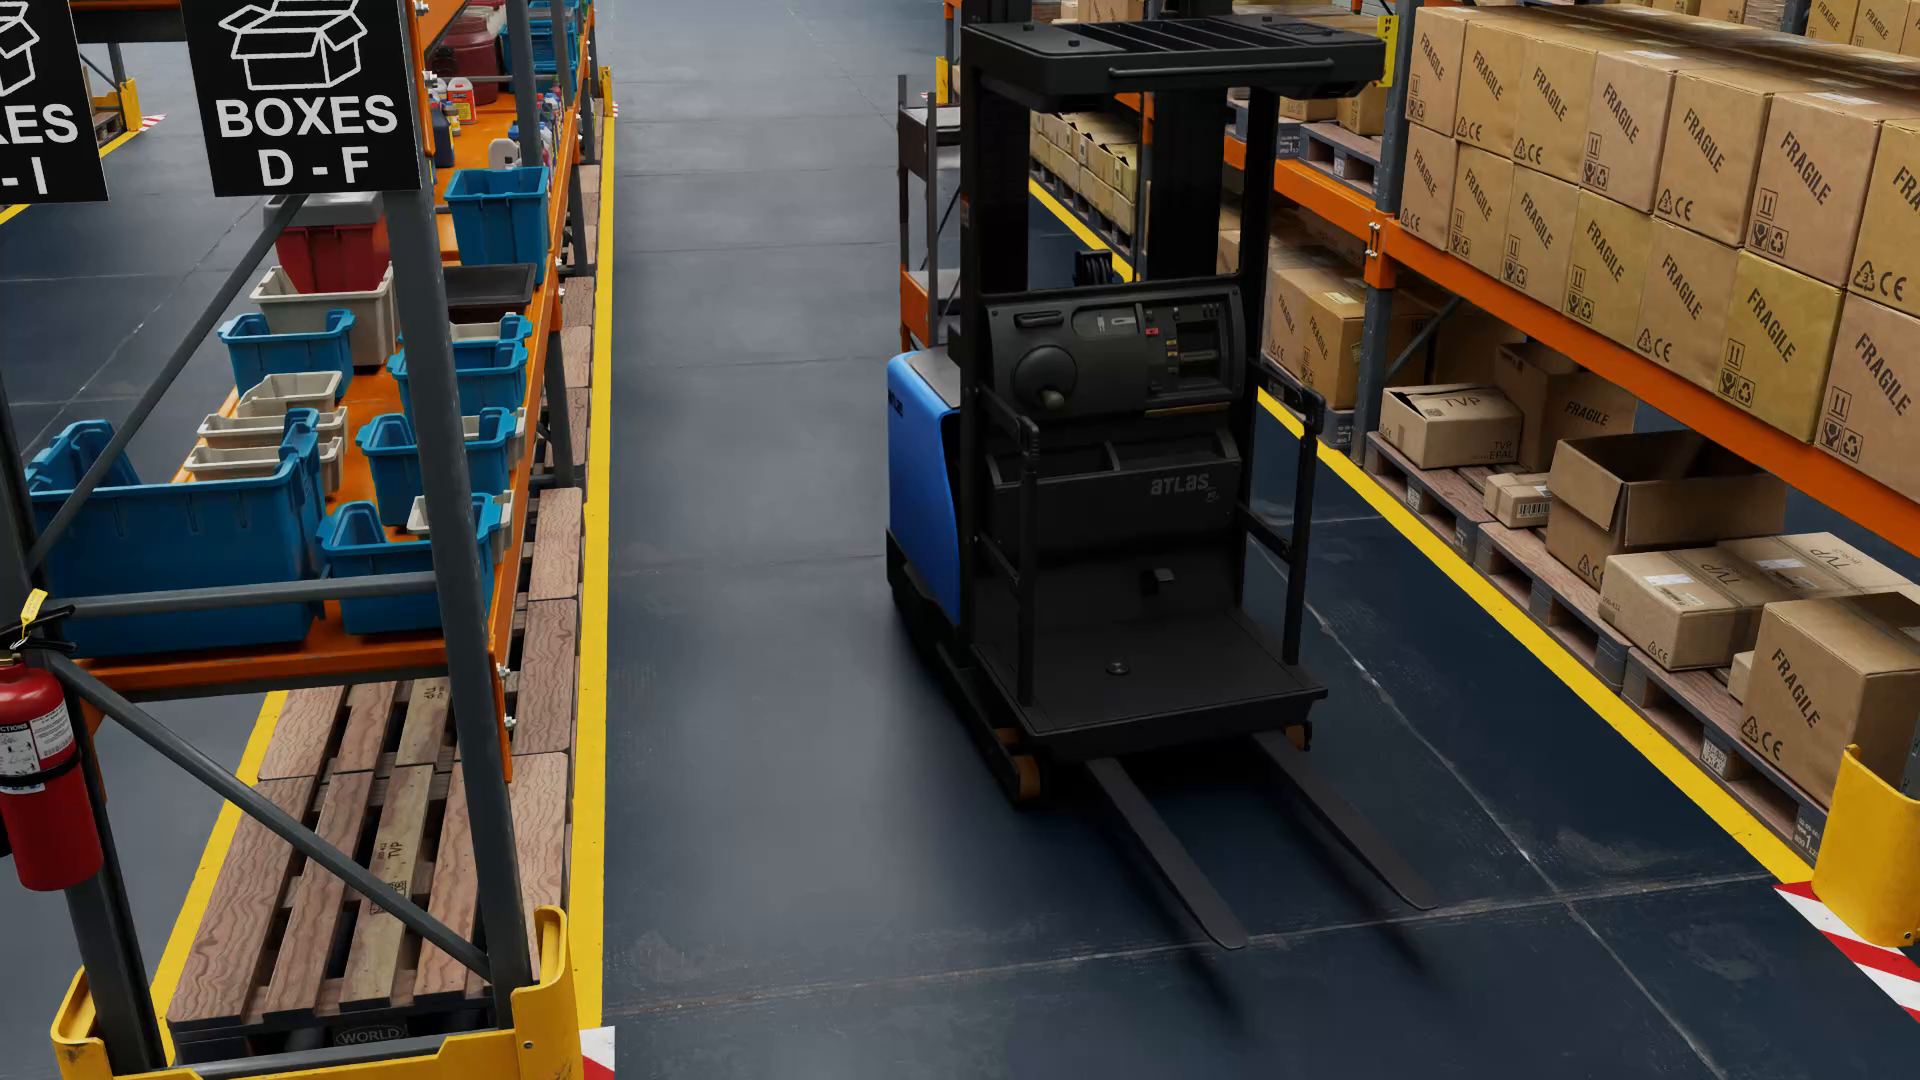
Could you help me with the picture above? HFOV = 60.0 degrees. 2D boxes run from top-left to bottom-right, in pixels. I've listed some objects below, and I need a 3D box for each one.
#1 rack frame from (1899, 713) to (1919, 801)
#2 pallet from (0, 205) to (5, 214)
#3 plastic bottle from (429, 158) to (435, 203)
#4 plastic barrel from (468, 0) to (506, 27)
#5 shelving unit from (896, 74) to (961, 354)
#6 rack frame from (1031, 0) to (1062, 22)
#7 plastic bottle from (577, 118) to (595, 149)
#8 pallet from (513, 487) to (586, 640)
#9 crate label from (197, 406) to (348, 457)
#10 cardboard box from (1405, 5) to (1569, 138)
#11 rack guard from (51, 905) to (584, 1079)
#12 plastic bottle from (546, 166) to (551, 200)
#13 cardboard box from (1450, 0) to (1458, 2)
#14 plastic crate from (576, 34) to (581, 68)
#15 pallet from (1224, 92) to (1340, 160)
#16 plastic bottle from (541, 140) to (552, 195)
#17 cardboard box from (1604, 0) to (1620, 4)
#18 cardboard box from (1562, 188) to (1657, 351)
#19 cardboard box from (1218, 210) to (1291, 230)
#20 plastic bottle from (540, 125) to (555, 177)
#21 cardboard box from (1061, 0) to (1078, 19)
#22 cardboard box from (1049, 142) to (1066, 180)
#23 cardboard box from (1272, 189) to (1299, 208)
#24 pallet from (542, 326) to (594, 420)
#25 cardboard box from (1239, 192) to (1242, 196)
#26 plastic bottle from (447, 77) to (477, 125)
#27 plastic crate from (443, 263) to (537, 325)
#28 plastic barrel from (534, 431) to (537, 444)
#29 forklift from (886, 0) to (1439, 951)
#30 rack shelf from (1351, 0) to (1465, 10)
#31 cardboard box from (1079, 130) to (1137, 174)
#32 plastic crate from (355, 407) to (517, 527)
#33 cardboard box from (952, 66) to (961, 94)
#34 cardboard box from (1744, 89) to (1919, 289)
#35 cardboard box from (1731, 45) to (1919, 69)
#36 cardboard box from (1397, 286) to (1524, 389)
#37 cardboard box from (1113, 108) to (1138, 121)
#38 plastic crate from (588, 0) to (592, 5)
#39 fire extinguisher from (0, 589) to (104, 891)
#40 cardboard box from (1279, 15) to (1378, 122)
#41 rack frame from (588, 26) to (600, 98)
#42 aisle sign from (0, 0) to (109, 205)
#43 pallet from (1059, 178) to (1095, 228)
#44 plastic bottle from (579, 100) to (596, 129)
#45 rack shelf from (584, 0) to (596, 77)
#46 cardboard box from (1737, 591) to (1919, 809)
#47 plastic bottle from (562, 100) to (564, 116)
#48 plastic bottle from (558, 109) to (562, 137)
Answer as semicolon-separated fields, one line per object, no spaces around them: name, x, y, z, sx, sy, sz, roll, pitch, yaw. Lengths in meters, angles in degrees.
rack frame;3.283;-0.234;4.538;1.000;3.000;0.127;-4;24;-10
pallet;-8.527;-2.638;13.527;1.003;0.211;1.213;-4;24;-10
plastic bottle;-2.710;-1.840;8.278;0.144;0.351;0.185;-4;24;-10
plastic barrel;-3.628;-3.800;12.533;0.433;0.535;0.433;0;24;0
shelving unit;0.000;-0.916;7.224;0.431;2.100;0.503;-6;24;-14
rack frame;1.064;-4.954;15.345;1.000;3.000;0.127;-4;24;-10
plastic bottle;-3.520;-3.825;15.614;0.152;0.276;0.135;-3;24;-8
pallet;-2.152;0.122;7.207;1.003;0.211;1.213;-4;24;-10
crate label;-2.030;-0.306;4.957;0.396;0.136;0.243;-4;24;-10
cardboard box;2.354;-2.105;7.448;0.500;0.500;0.500;-4;24;-8
rack guard;-1.569;1.285;4.183;1.175;0.500;0.348;-4;24;-10
plastic bottle;-2.135;-1.830;8.440;0.097;0.201;0.097;0;24;0
cardboard box;5.354;-5.820;17.490;0.500;0.250;0.500;-4;24;-10
plastic crate;-3.206;-3.828;13.031;0.450;0.188;0.662;-4;24;-10
pallet;2.167;-2.528;10.031;1.003;0.211;1.213;-4;24;-10
plastic bottle;-2.138;-1.914;8.530;0.061;0.283;0.133;-4;24;-10
cardboard box;6.088;-5.147;15.111;0.700;0.500;0.500;-2;24;-4
cardboard box;2.653;-1.035;6.246;0.500;0.500;0.500;-5;24;-10
cardboard box;1.797;-1.833;10.774;0.500;0.500;0.500;-5;24;-10
plastic bottle;-2.245;-2.097;8.964;0.097;0.271;0.097;0;24;0
cardboard box;1.198;-4.695;14.939;0.500;0.250;0.500;-3;24;-6
cardboard box;1.087;-3.305;14.480;0.500;0.250;0.500;-5;24;-11
cardboard box;2.222;-2.408;11.153;0.500;0.250;0.500;-3;24;-8
pallet;-2.656;-0.952;9.666;1.003;0.211;1.213;-4;24;-10
cardboard box;2.207;-2.086;11.353;0.500;0.500;0.500;-3;24;-8
plastic bottle;-3.153;-2.776;10.513;0.152;0.276;0.135;-4;24;-10
plastic crate;-1.855;-0.923;6.385;0.437;0.125;0.590;-4;24;-10
plastic barrel;-2.409;-0.888;8.133;0.600;0.901;0.708;-4;24;-10
forklift;0.610;-0.624;5.517;1.130;2.935;3.031;-7;25;-16
rack shelf;5.561;-5.779;18.133;1.077;0.370;4.000;-4;24;-10
cardboard box;1.271;-3.161;13.449;0.500;0.311;0.500;-4;24;-10
plastic crate;-1.430;-0.200;4.595;0.416;0.233;0.300;-4;24;-10
cardboard box;0.205;-5.232;18.893;0.500;0.250;0.500;-4;24;-10
cardboard box;2.836;-1.091;5.127;0.500;0.500;0.500;-4;24;-8
cardboard box;3.173;-1.534;6.141;0.500;0.500;0.500;-5;24;-10
cardboard box;2.693;-1.072;9.030;0.500;0.500;0.500;-5;24;-12
cardboard box;1.613;-3.605;14.466;0.500;0.311;0.500;-4;24;-10
plastic crate;-4.044;-5.664;17.156;0.499;0.251;0.408;-4;24;-10
fire extinguisher;-2.005;0.430;3.579;0.296;0.674;0.183;-4;24;-10
cardboard box;2.156;-2.736;9.617;0.700;0.500;0.500;-11;26;-23
rack frame;-4.545;-6.162;18.112;1.000;3.000;0.127;-4;24;-10
aisle sign;-1.861;-1.010;3.067;0.394;0.787;0.004;-4;24;-10
pallet;1.467;-2.908;14.146;1.003;0.211;1.213;-4;24;-10
plastic bottle;-3.694;-4.239;16.469;0.144;0.351;0.185;-3;24;-8
rack shelf;-4.175;-5.046;16.455;1.077;0.370;4.000;-4;24;-10
cardboard box;2.940;0.514;5.398;0.500;0.500;0.500;-4;24;-10
plastic bottle;-2.568;-2.750;10.548;0.097;0.201;0.097;0;24;0
plastic bottle;-2.471;-2.545;10.077;0.097;0.201;0.097;0;24;0
